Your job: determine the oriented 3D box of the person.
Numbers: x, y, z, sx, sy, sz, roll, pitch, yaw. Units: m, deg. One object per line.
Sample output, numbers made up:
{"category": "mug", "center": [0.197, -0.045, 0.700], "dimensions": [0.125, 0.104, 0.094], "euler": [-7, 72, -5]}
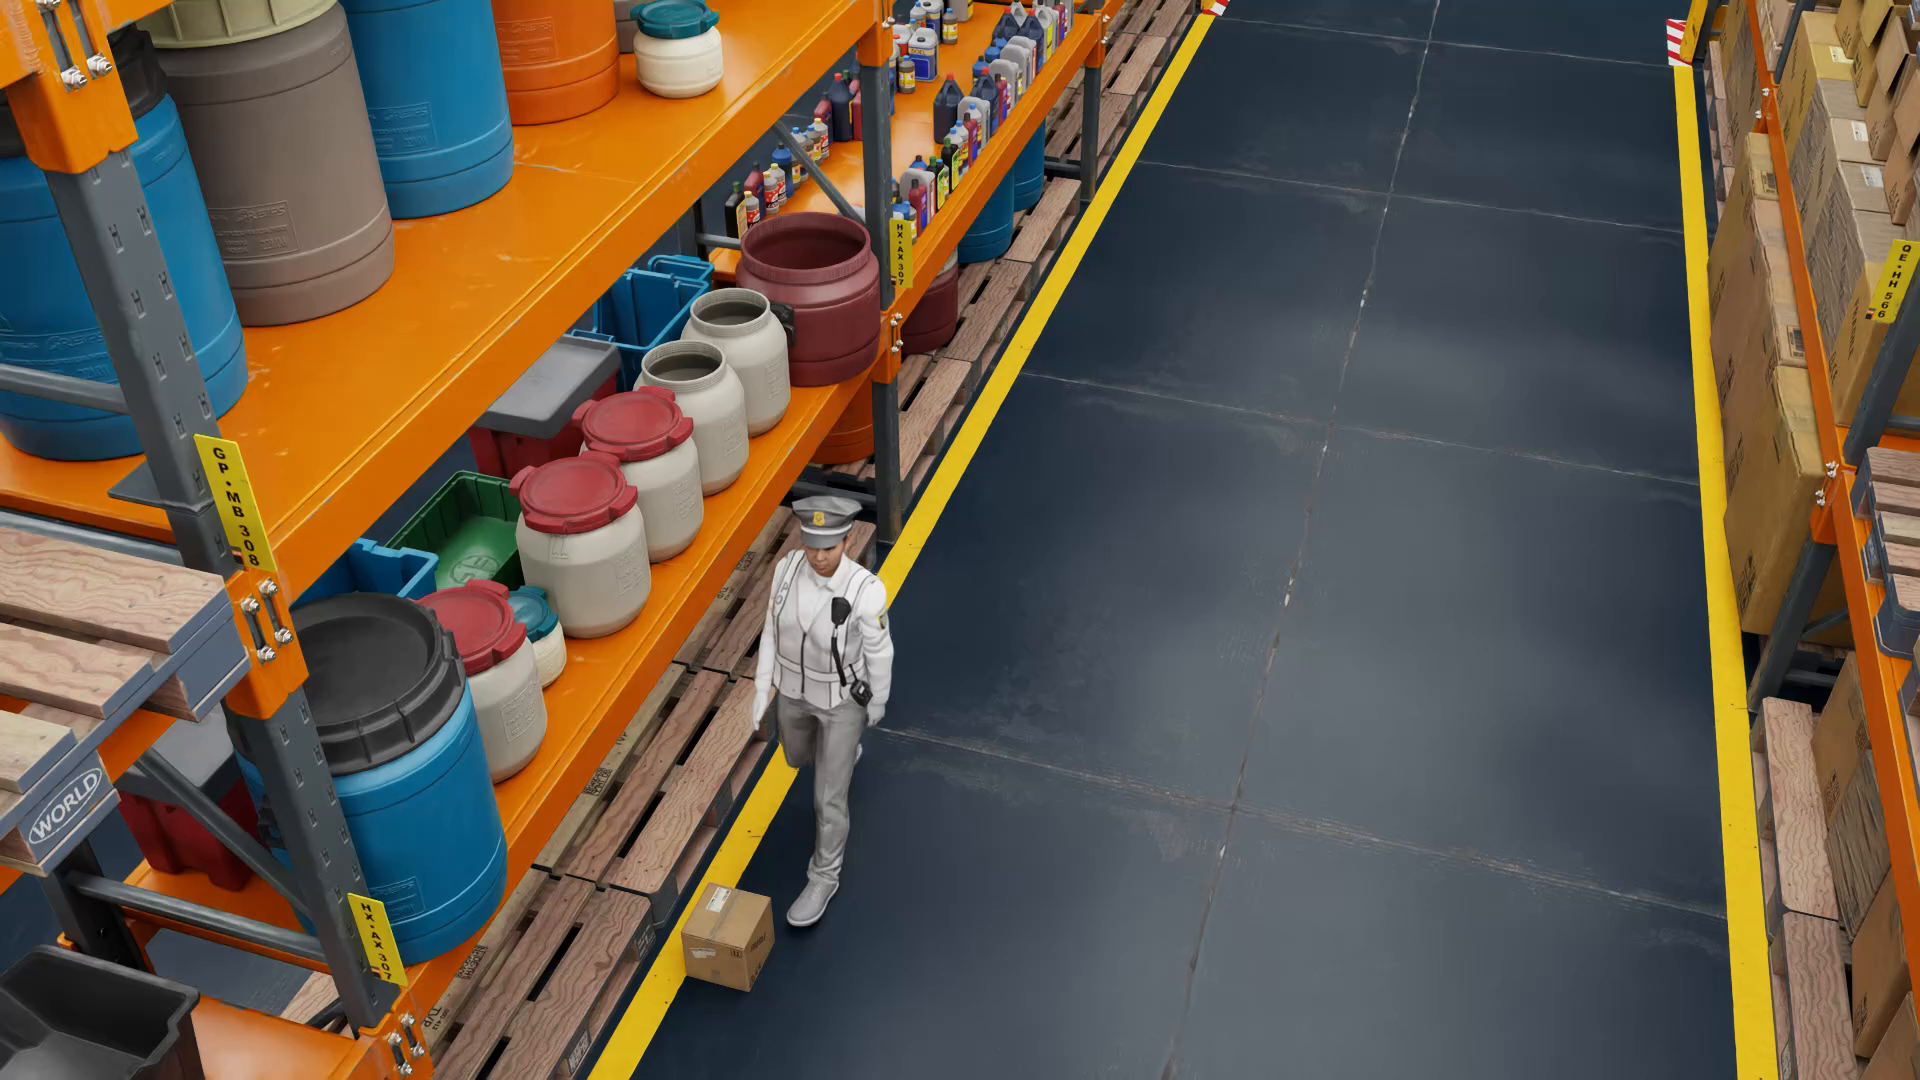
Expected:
{"category": "person", "center": [-0.517, 0.563, 6.116], "dimensions": [0.481, 1.653, 0.843], "euler": [18, 41, 22]}
